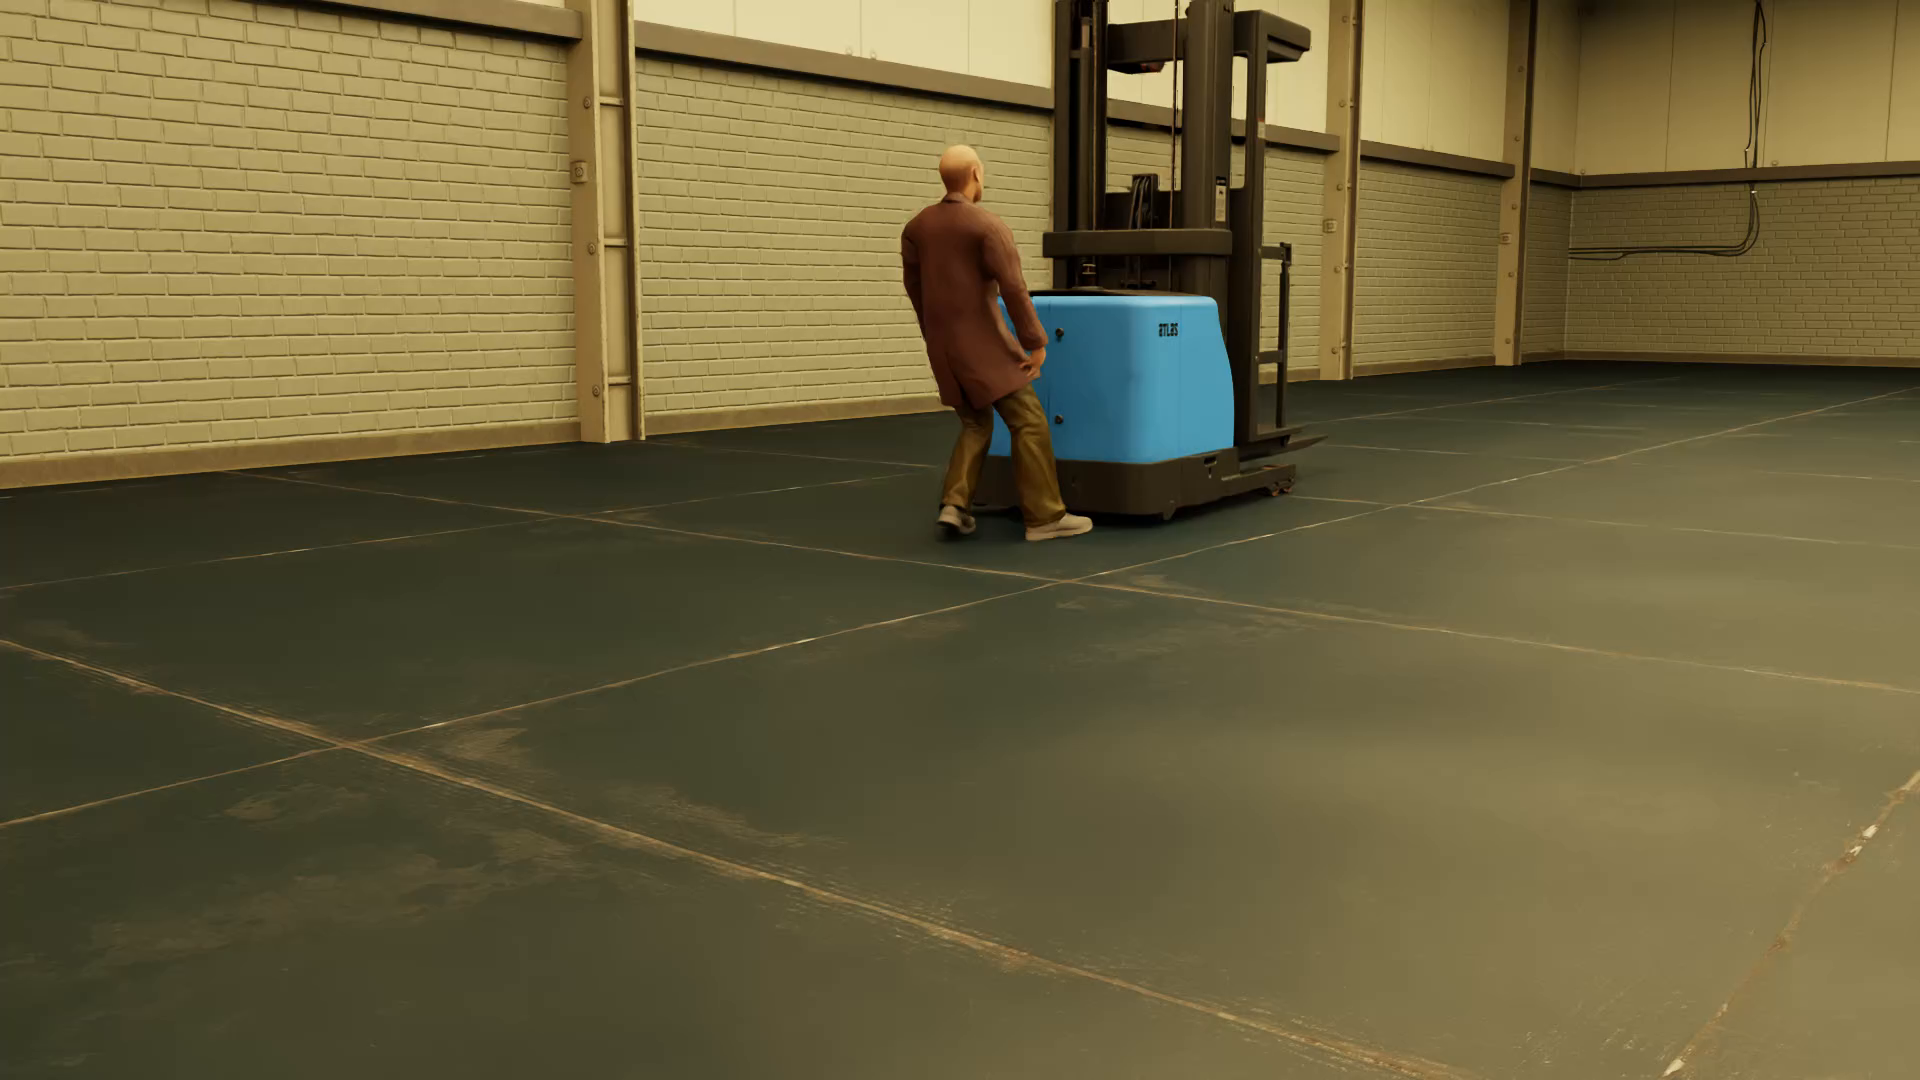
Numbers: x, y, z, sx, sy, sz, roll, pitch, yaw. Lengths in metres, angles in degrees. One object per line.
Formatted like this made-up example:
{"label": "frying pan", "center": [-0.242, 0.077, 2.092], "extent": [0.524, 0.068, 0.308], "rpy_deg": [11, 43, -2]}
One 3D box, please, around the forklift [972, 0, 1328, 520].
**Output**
{"label": "forklift", "center": [1.202, -1.715, 8.999], "extent": [1.130, 2.935, 3.031], "rpy_deg": [5, 10, 31]}

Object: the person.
{"label": "person", "center": [0.154, -0.878, 7.482], "extent": [0.690, 1.735, 0.758], "rpy_deg": [-7, 11, -41]}
